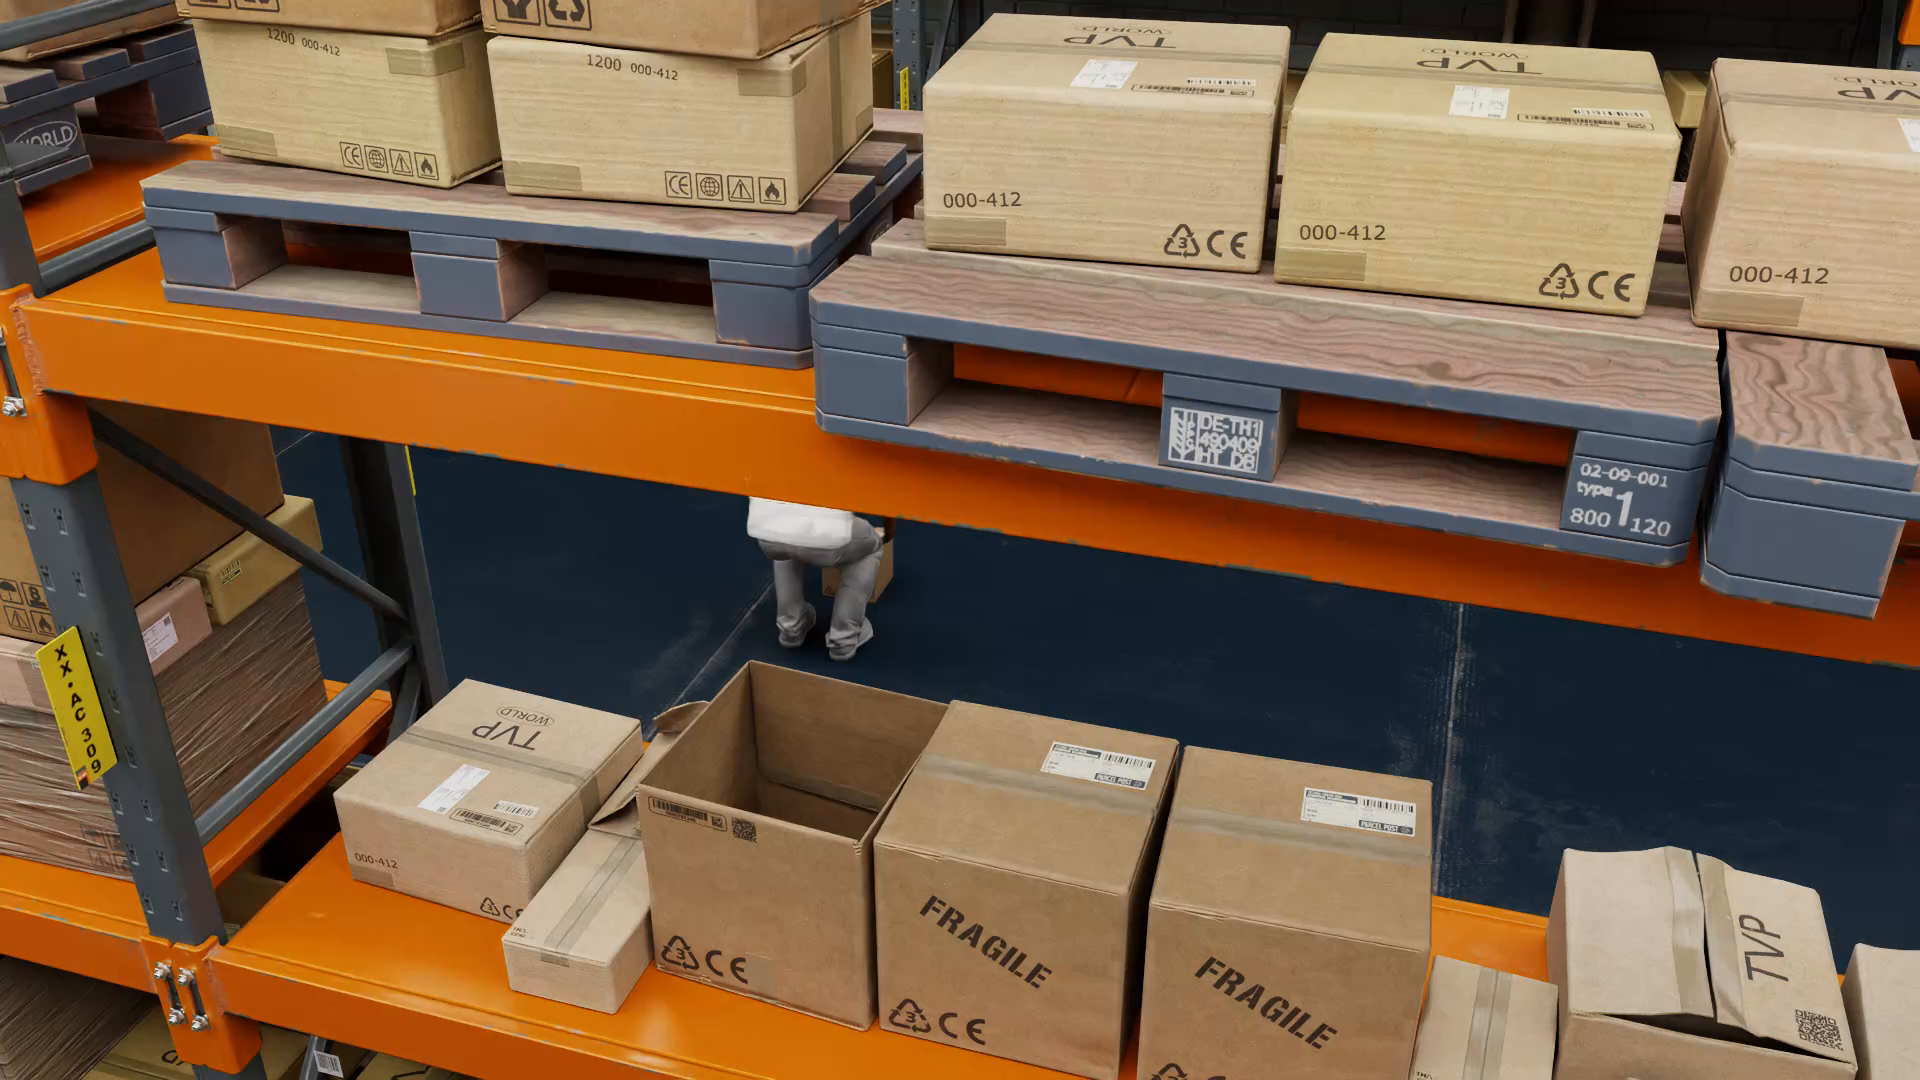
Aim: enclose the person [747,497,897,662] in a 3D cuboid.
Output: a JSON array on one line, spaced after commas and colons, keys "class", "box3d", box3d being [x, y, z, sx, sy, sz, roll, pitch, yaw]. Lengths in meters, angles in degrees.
[{"class": "person", "box3d": [-0.613, -0.137, 6.938, 0.619, 1.196, 0.847, 8, 30, 15]}]
